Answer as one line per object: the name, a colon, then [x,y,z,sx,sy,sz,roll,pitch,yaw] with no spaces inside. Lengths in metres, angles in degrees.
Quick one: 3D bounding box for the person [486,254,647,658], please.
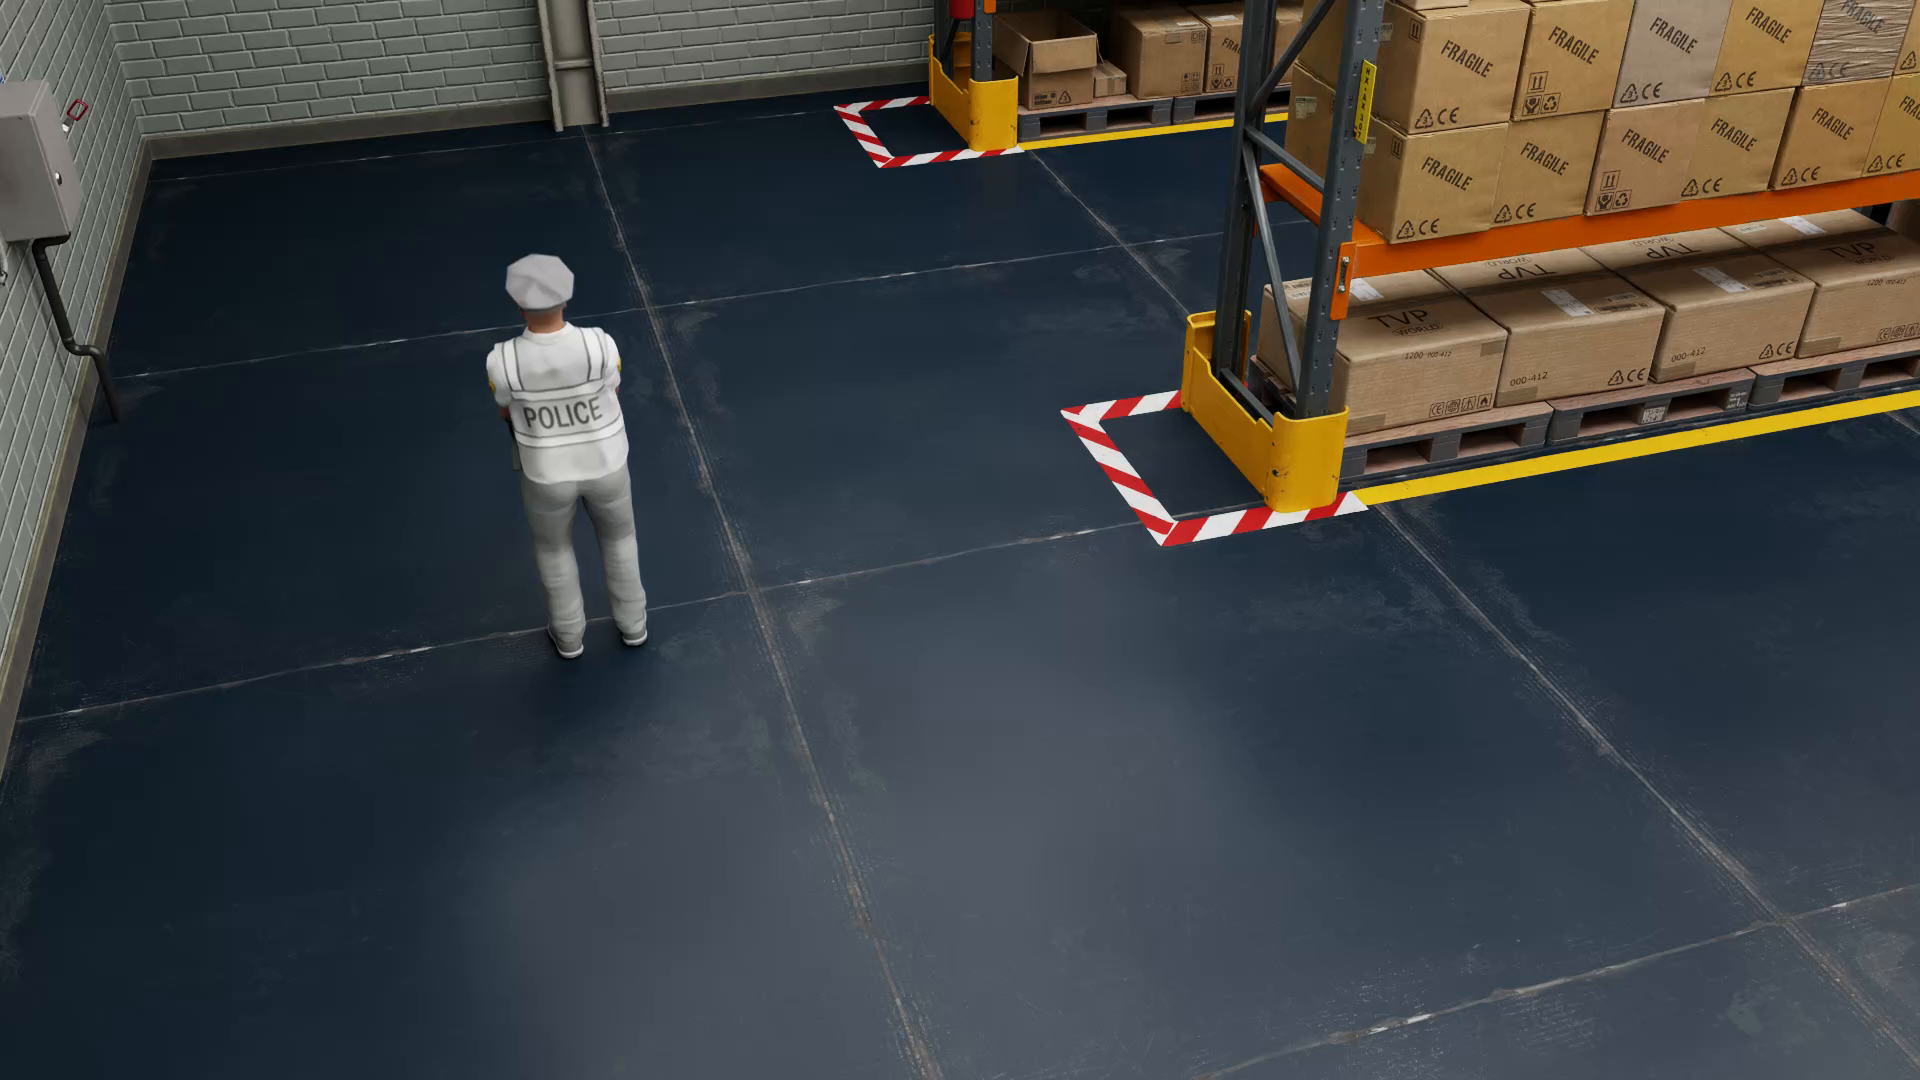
person: [-1.574,-0.354,6.644,0.496,1.772,0.561,-10,35,-15]
